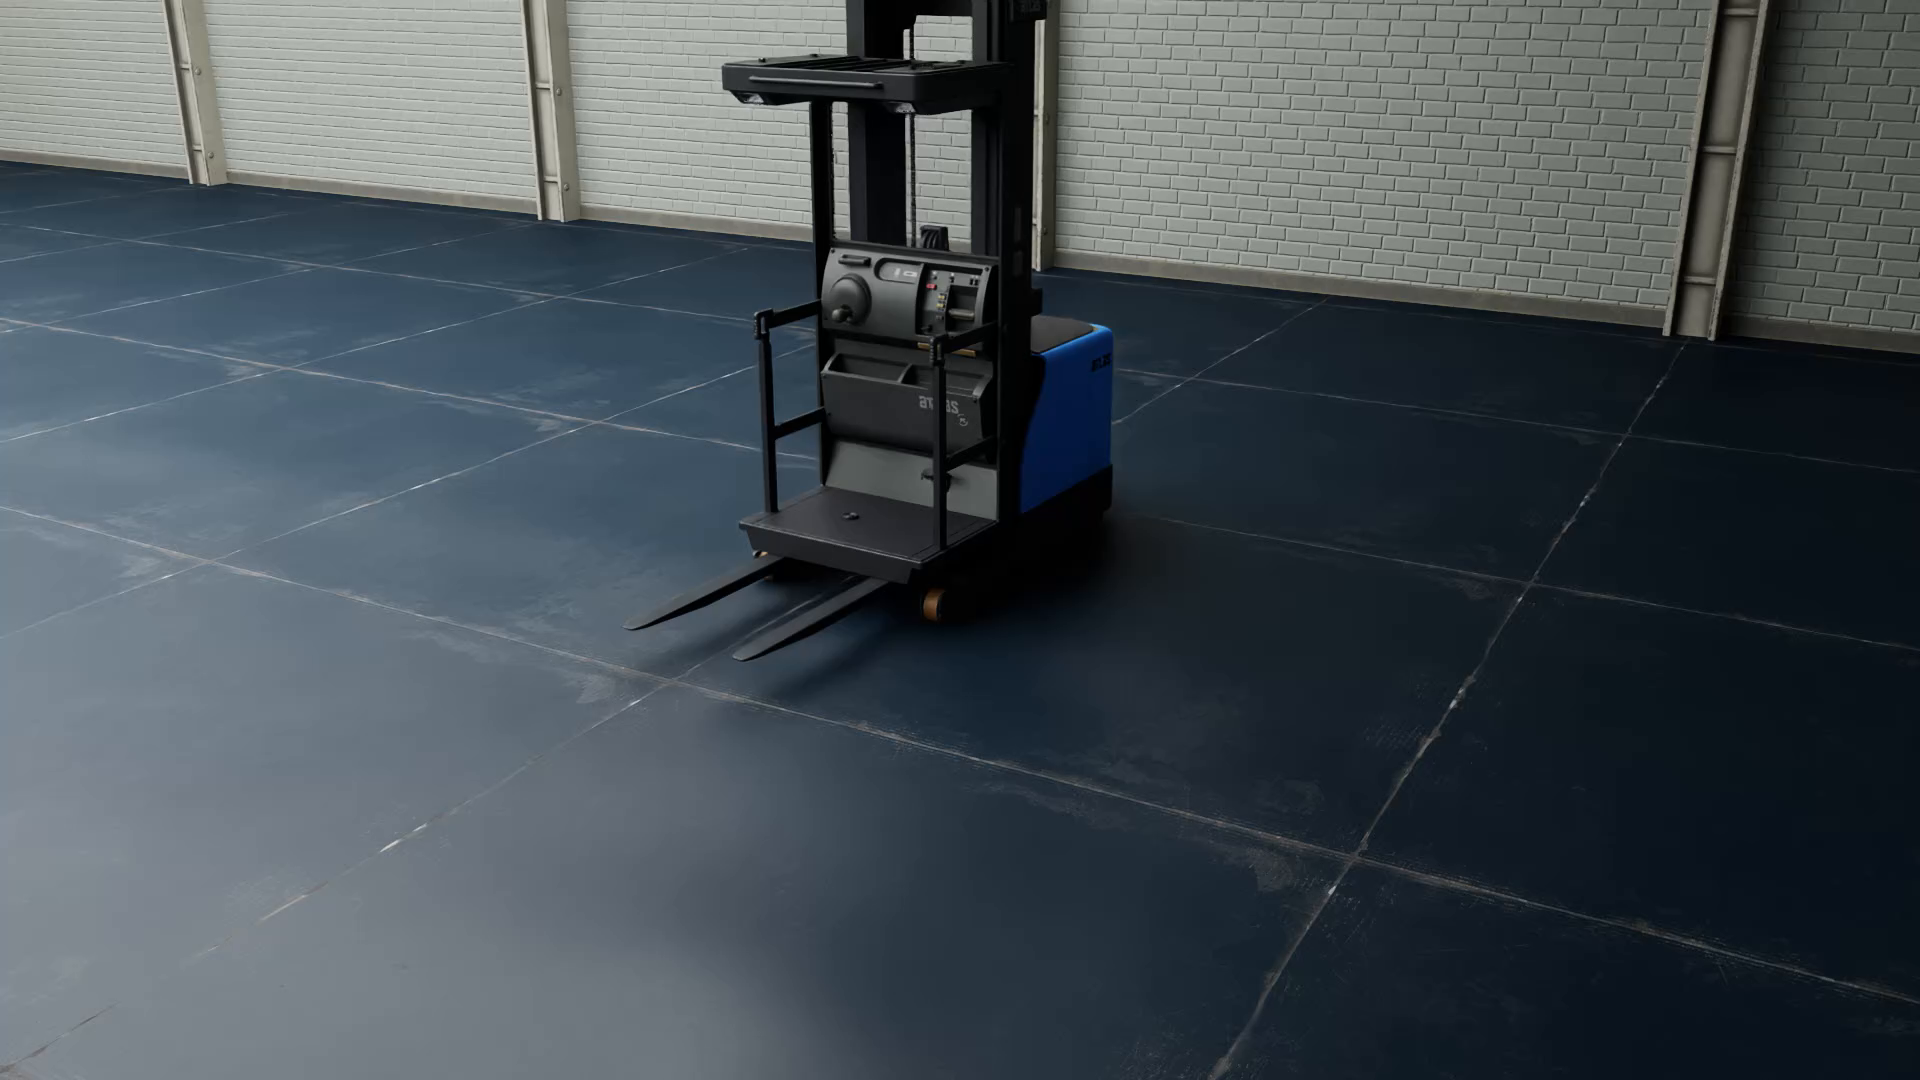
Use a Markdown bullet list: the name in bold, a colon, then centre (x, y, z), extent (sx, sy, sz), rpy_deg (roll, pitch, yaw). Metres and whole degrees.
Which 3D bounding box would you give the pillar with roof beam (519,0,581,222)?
- **pillar with roof beam**: centre (-6.658, -6.610, 13.892), extent (0.400, 9.000, 9.100), rpy_deg (11, 23, 27)

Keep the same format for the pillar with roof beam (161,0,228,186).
- **pillar with roof beam**: centre (-11.896, -7.608, 16.643), extent (0.400, 9.000, 9.100), rpy_deg (11, 23, 27)

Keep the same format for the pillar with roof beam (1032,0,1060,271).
- **pillar with roof beam**: centre (-1.419, -5.613, 11.141), extent (0.400, 9.000, 9.100), rpy_deg (11, 23, 27)

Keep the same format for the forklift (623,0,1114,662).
- **forklift**: centre (-0.372, -1.170, 7.793), extent (1.130, 2.935, 3.031), rpy_deg (12, 23, 30)

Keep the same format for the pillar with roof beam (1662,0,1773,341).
- **pillar with roof beam**: centre (3.819, -4.615, 8.391), extent (0.400, 9.000, 9.100), rpy_deg (11, 23, 27)
